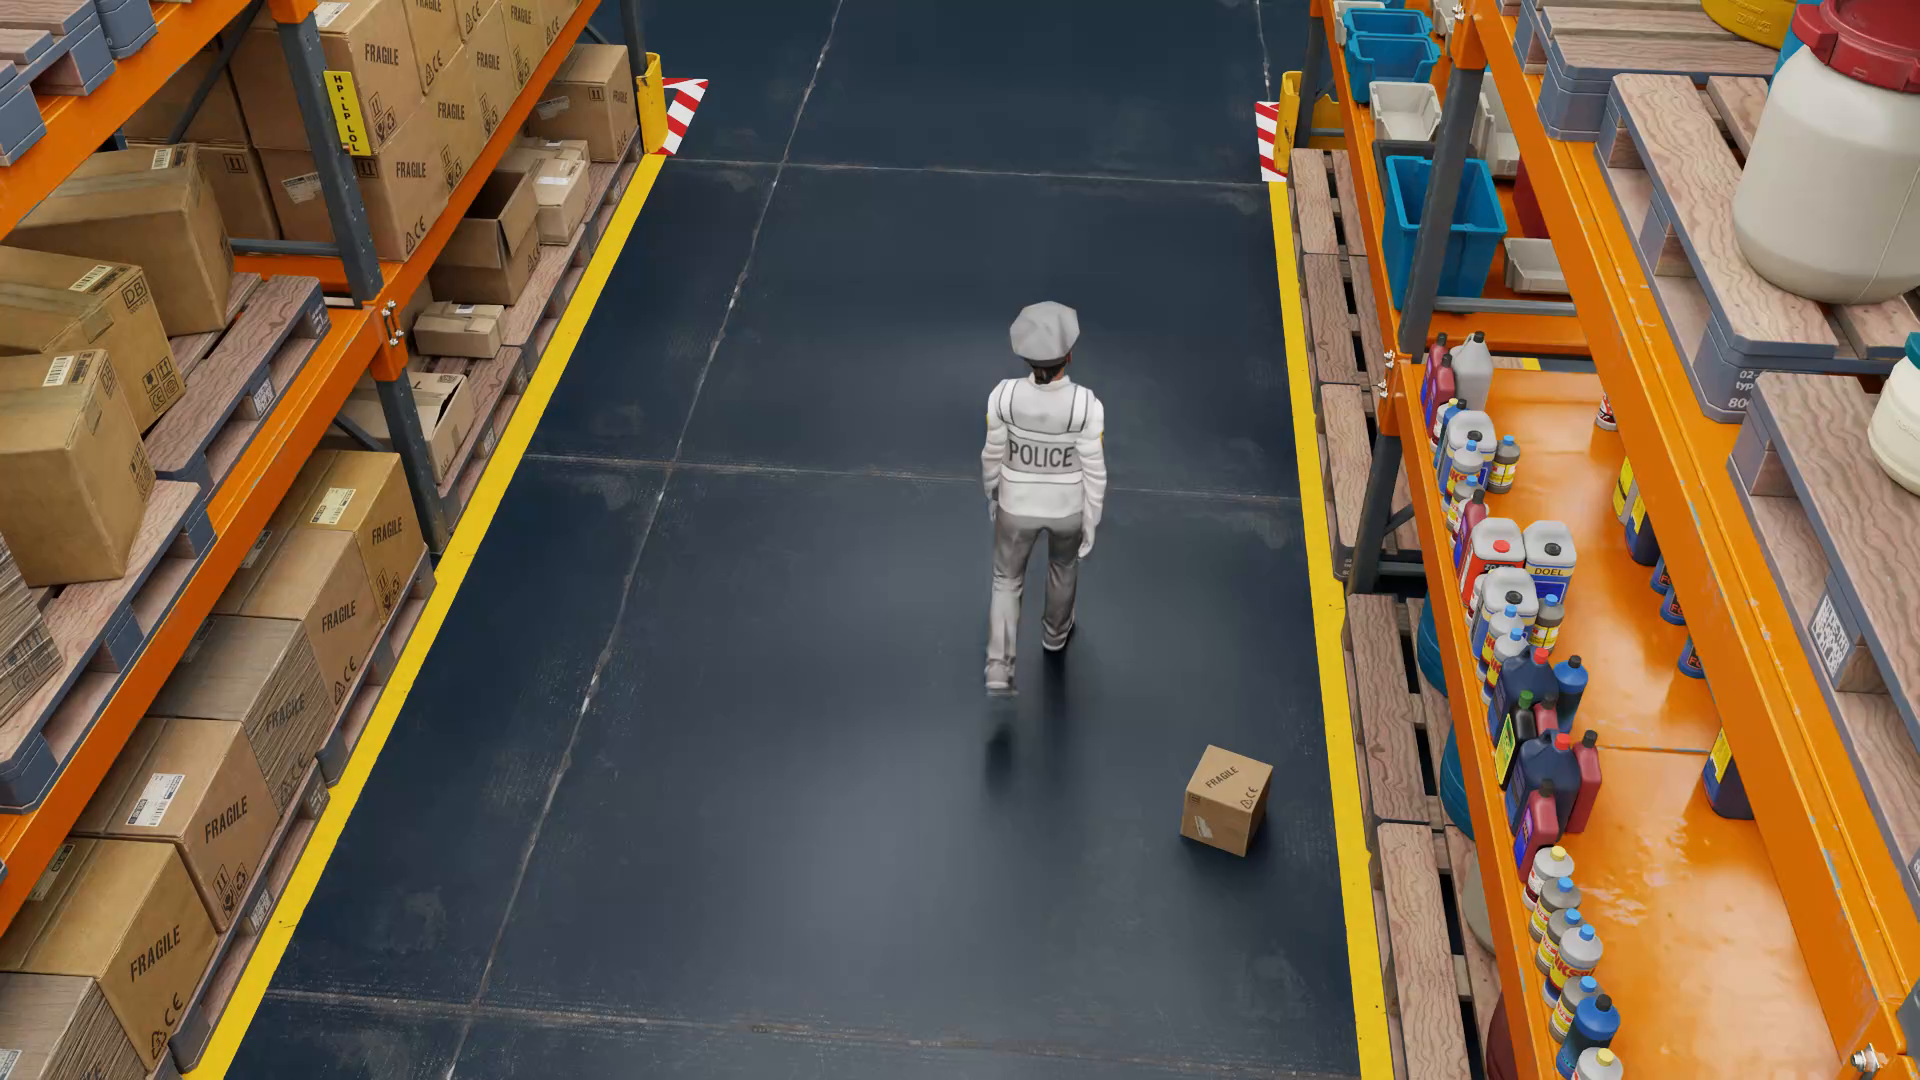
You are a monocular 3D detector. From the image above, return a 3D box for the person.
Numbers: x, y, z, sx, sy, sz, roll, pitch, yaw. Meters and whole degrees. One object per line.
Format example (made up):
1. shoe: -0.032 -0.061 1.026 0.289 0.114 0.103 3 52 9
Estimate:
1. person: 0.307 -0.112 6.253 0.472 1.658 0.765 4 40 5
